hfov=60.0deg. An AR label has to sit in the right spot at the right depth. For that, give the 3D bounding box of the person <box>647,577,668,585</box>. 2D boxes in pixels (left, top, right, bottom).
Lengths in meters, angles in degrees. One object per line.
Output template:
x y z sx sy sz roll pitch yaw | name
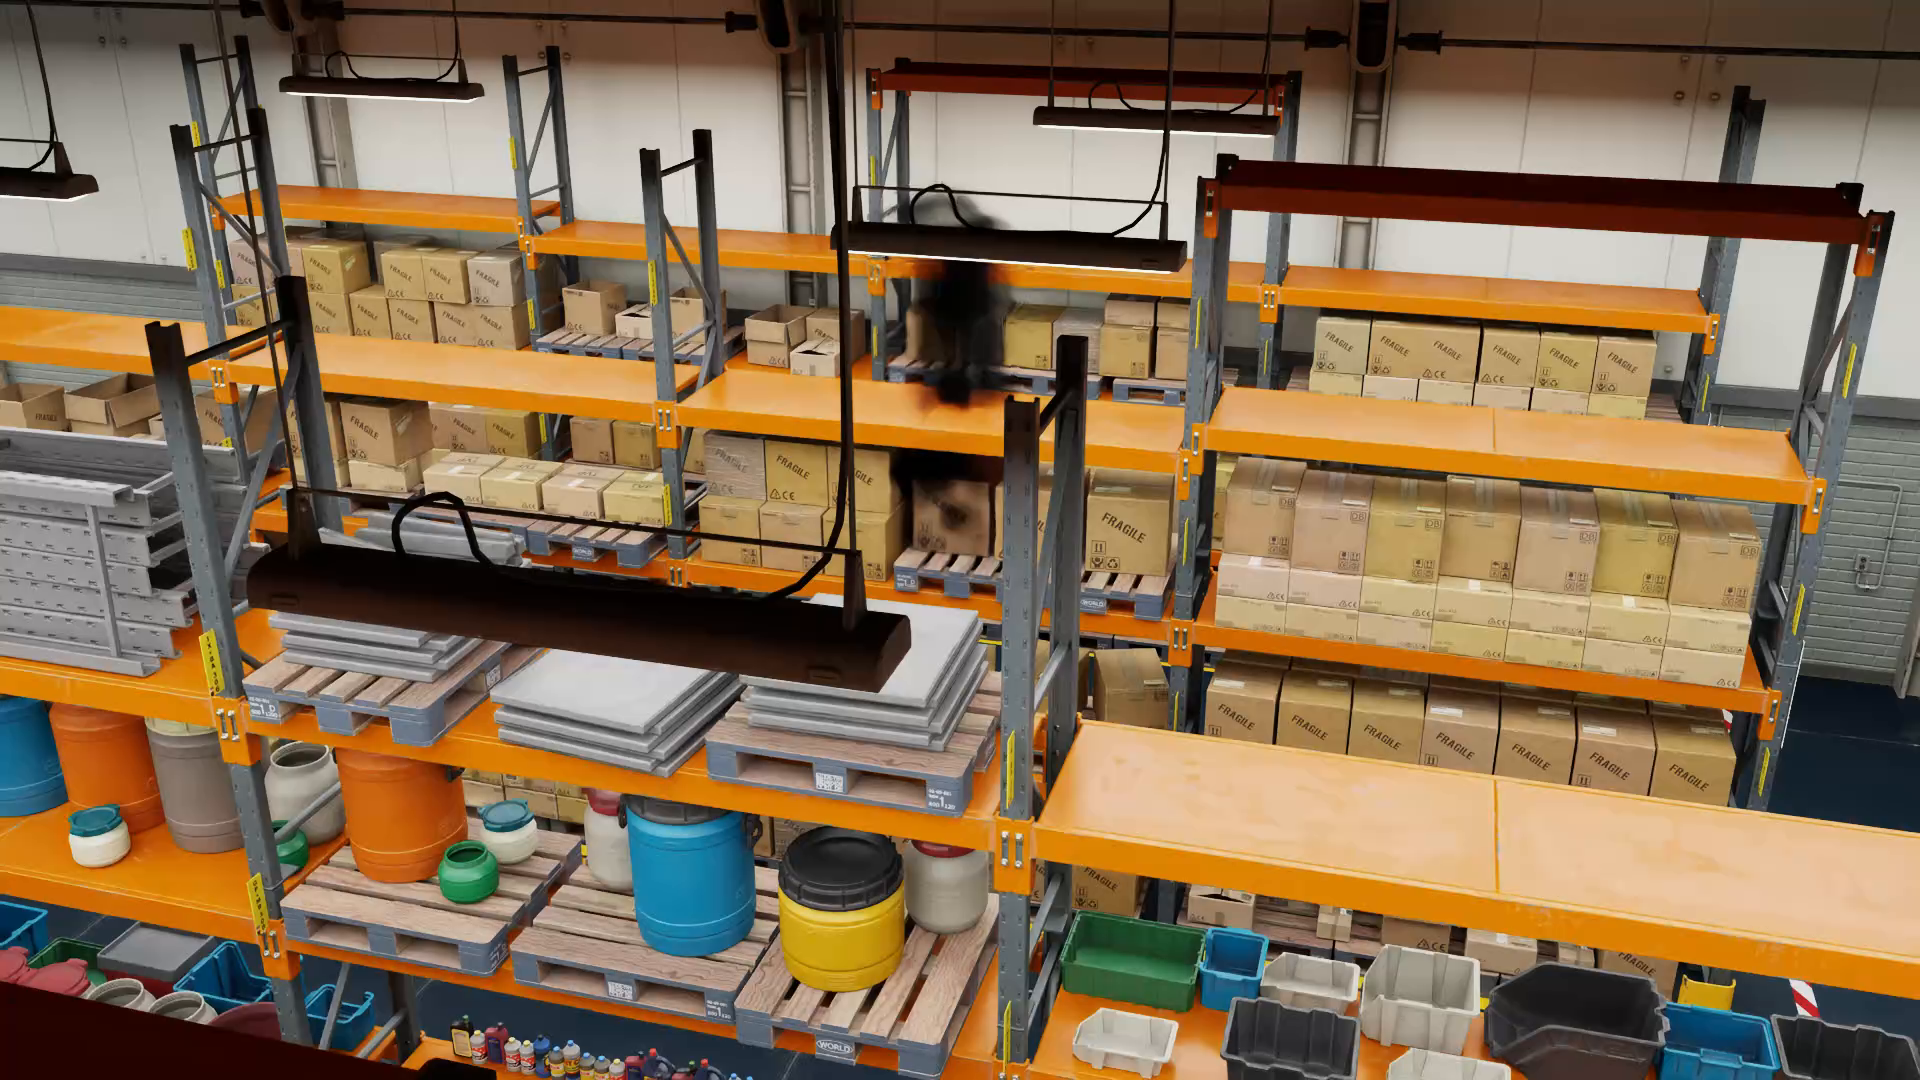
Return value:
-2.882 0.959 16.240 0.620 1.712 0.692 2 23 4 | person
